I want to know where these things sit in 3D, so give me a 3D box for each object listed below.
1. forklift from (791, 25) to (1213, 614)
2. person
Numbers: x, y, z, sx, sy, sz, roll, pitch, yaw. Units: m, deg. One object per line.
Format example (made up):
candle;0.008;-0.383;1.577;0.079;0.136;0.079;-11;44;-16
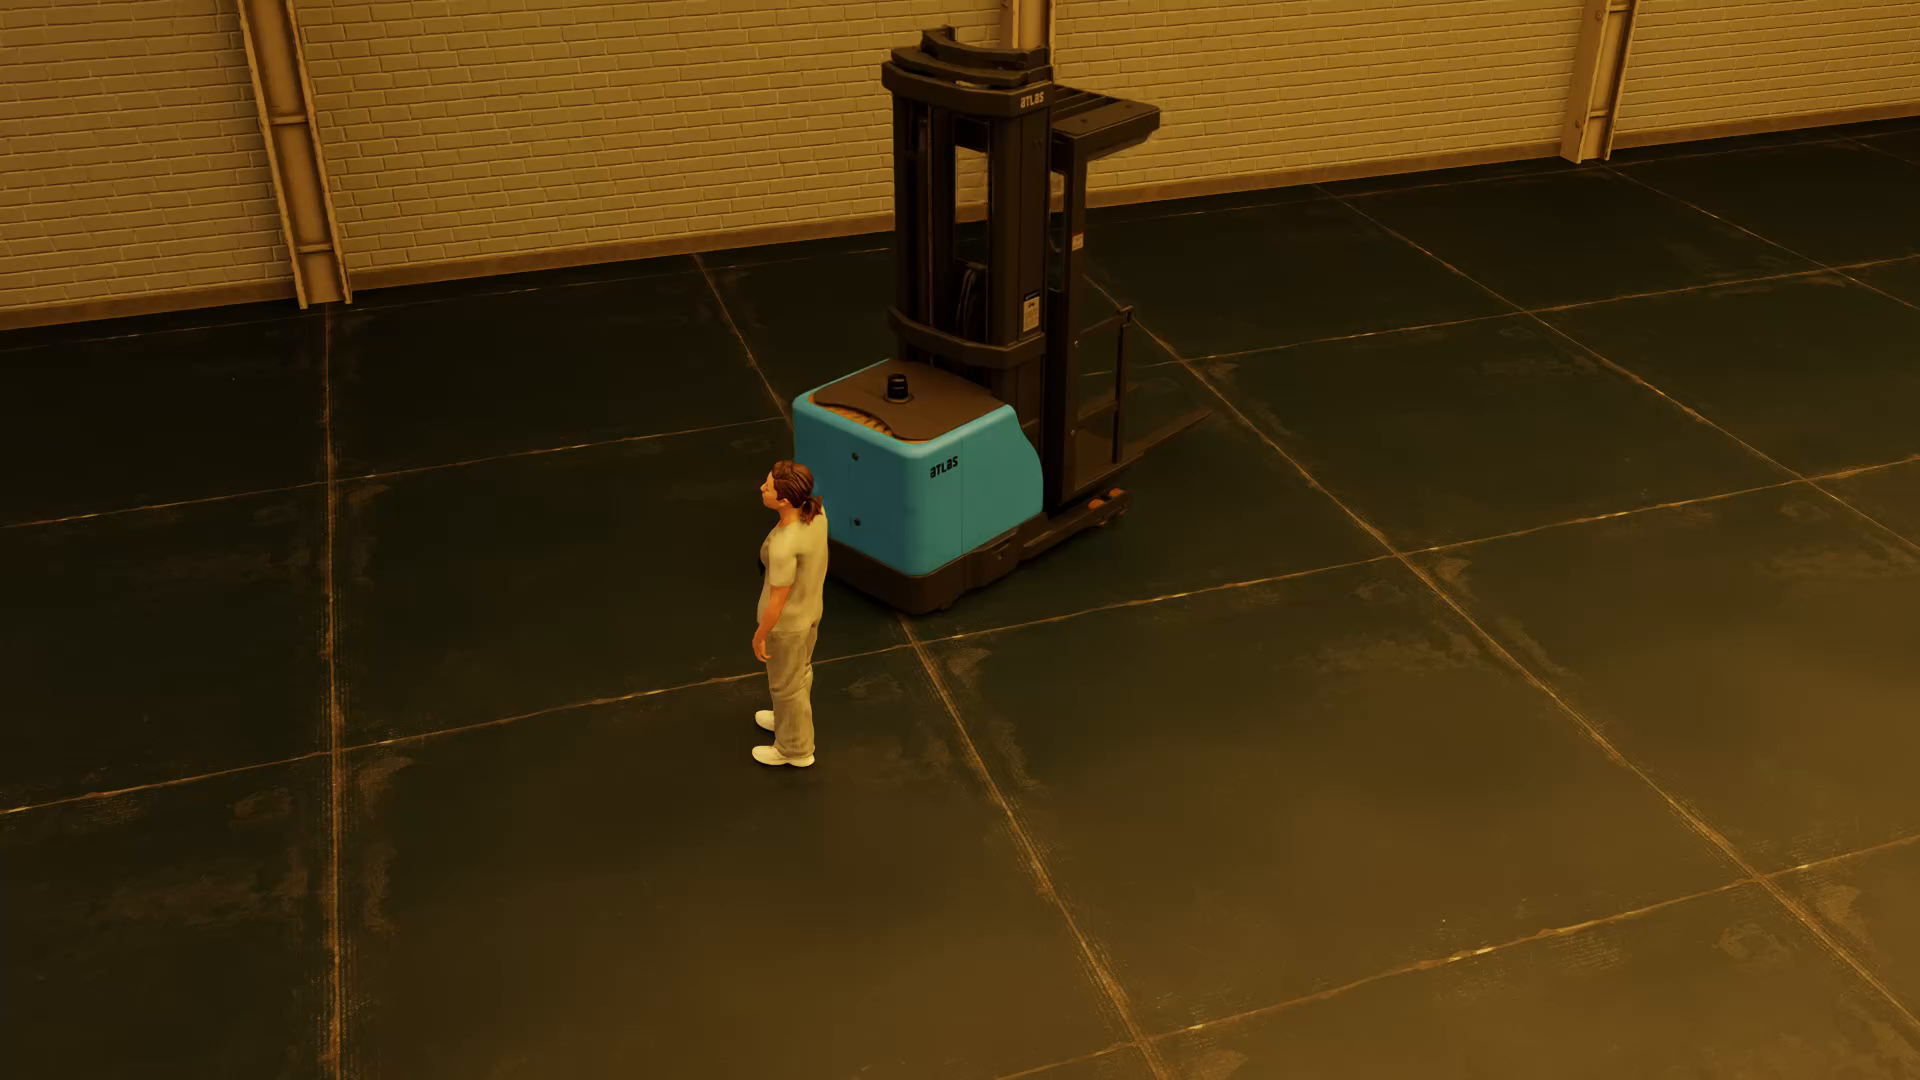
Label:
forklift;0.415;-1.506;9.705;1.130;2.935;3.031;25;38;36
person;-0.849;0.348;7.737;0.549;1.662;0.548;10;31;17
